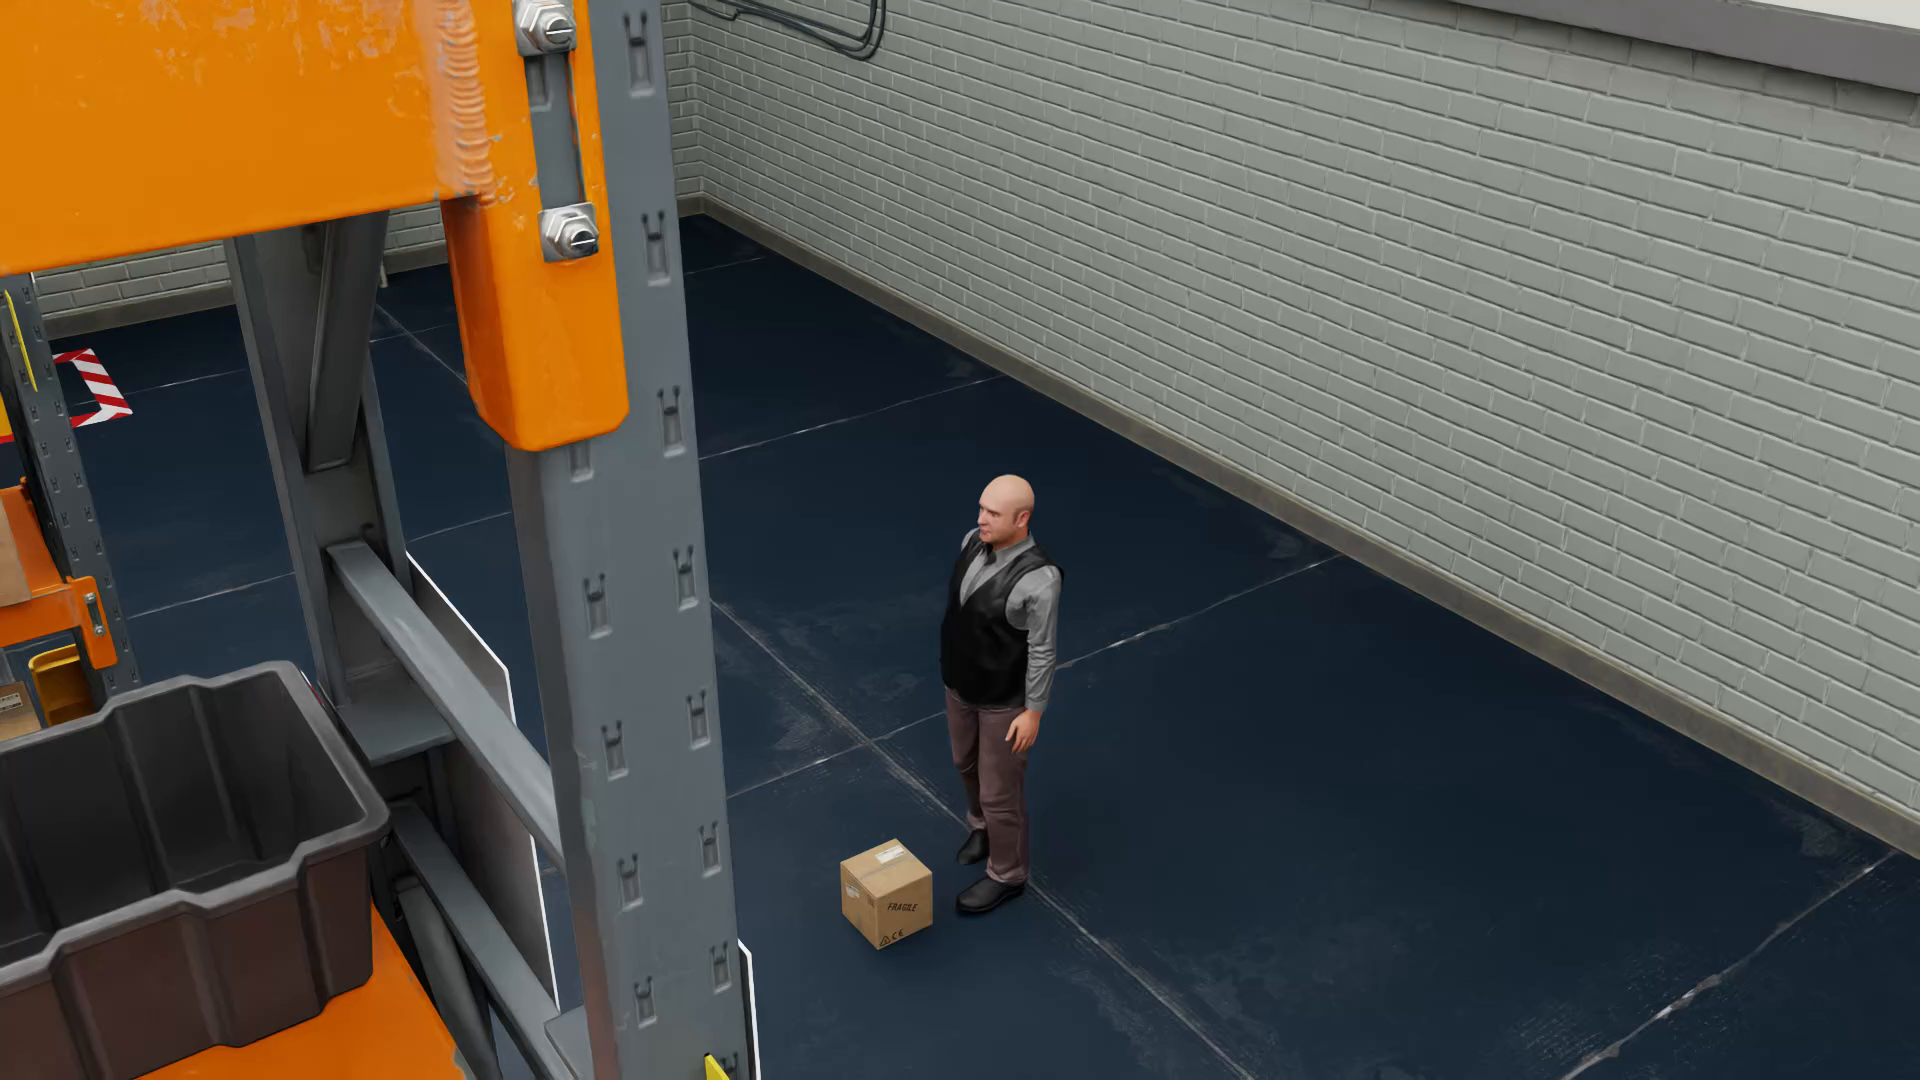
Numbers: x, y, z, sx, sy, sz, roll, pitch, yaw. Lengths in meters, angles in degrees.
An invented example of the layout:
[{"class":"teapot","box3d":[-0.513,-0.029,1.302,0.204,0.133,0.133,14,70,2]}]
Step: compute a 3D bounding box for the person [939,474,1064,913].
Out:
[{"class":"person","box3d":[0.112,0.577,6.126,0.452,1.760,0.540,-18,33,-29]}]
